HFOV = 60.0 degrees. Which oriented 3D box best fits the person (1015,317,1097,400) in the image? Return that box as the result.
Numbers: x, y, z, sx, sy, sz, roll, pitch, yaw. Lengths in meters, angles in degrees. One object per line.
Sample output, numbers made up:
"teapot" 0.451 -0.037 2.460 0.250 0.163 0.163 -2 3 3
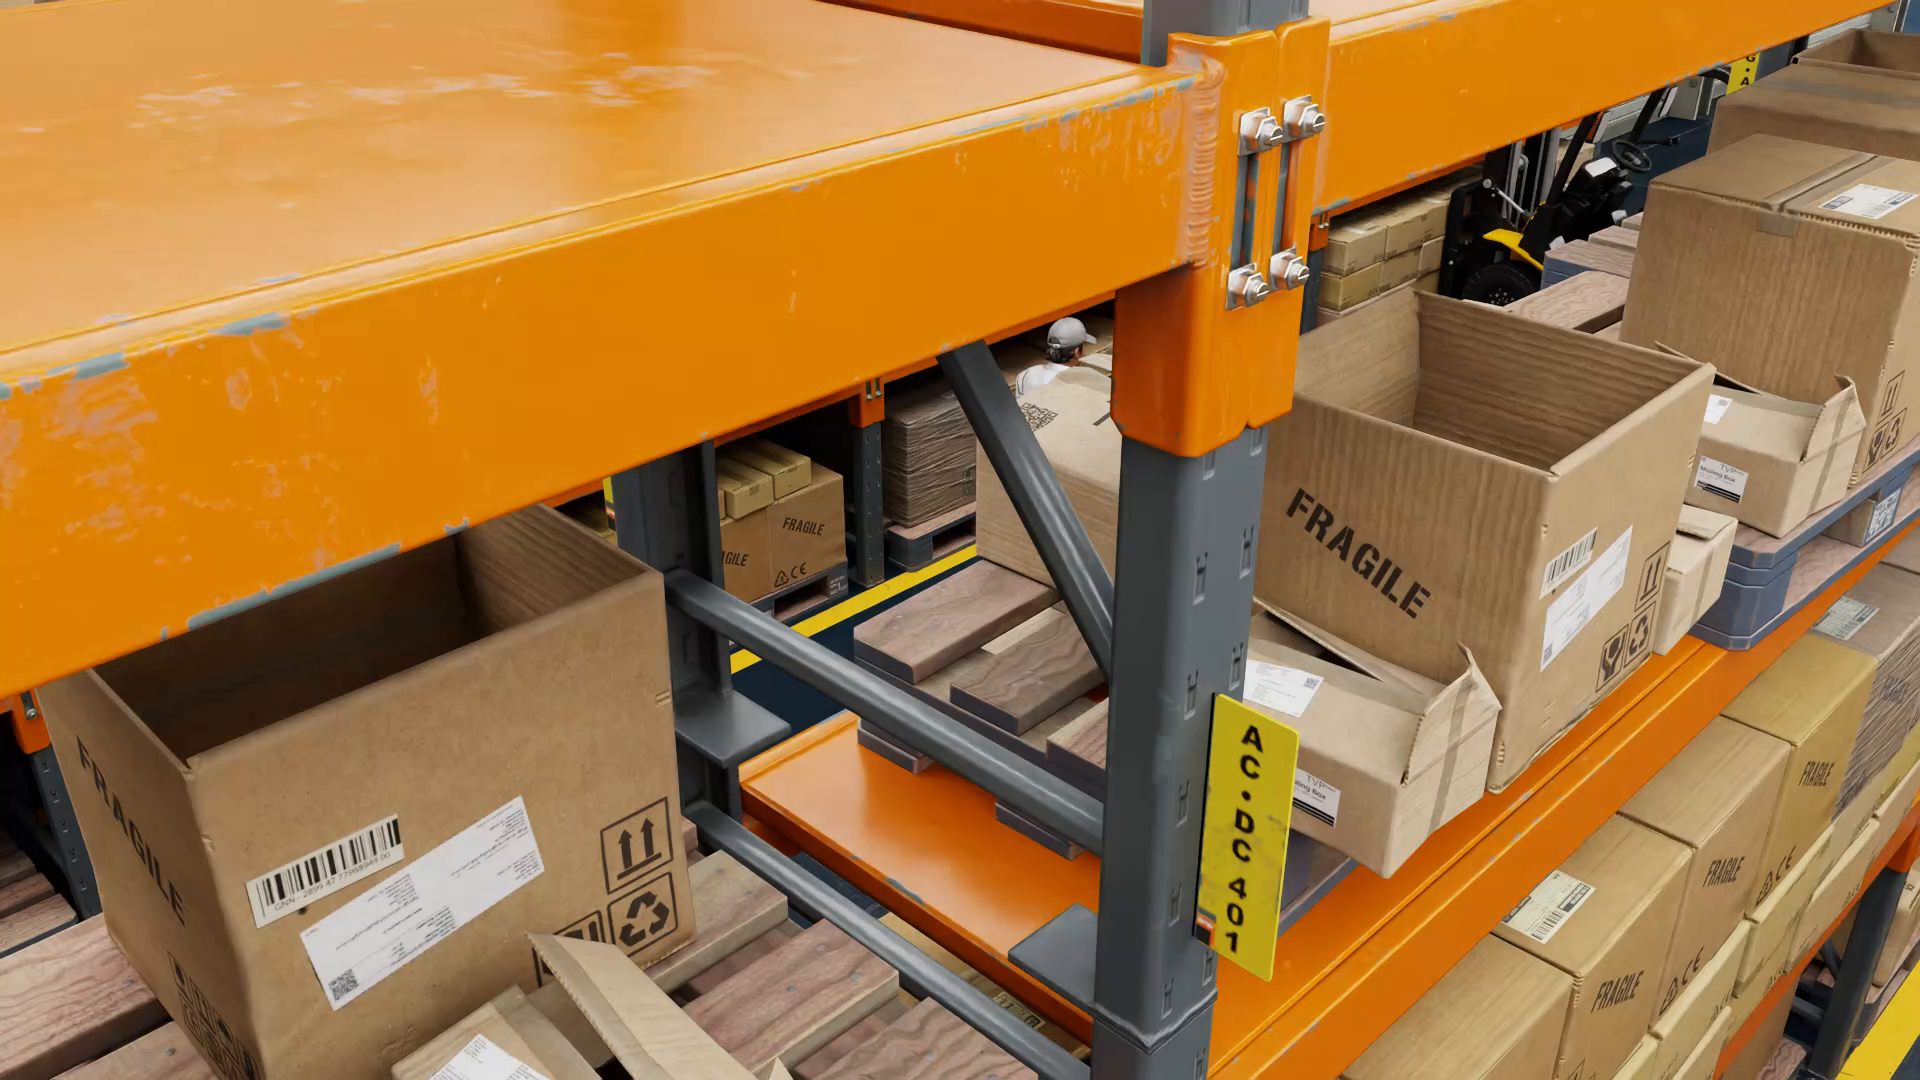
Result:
"person" 0.485 -0.274 8.129 0.541 1.667 0.466 24 36 37
